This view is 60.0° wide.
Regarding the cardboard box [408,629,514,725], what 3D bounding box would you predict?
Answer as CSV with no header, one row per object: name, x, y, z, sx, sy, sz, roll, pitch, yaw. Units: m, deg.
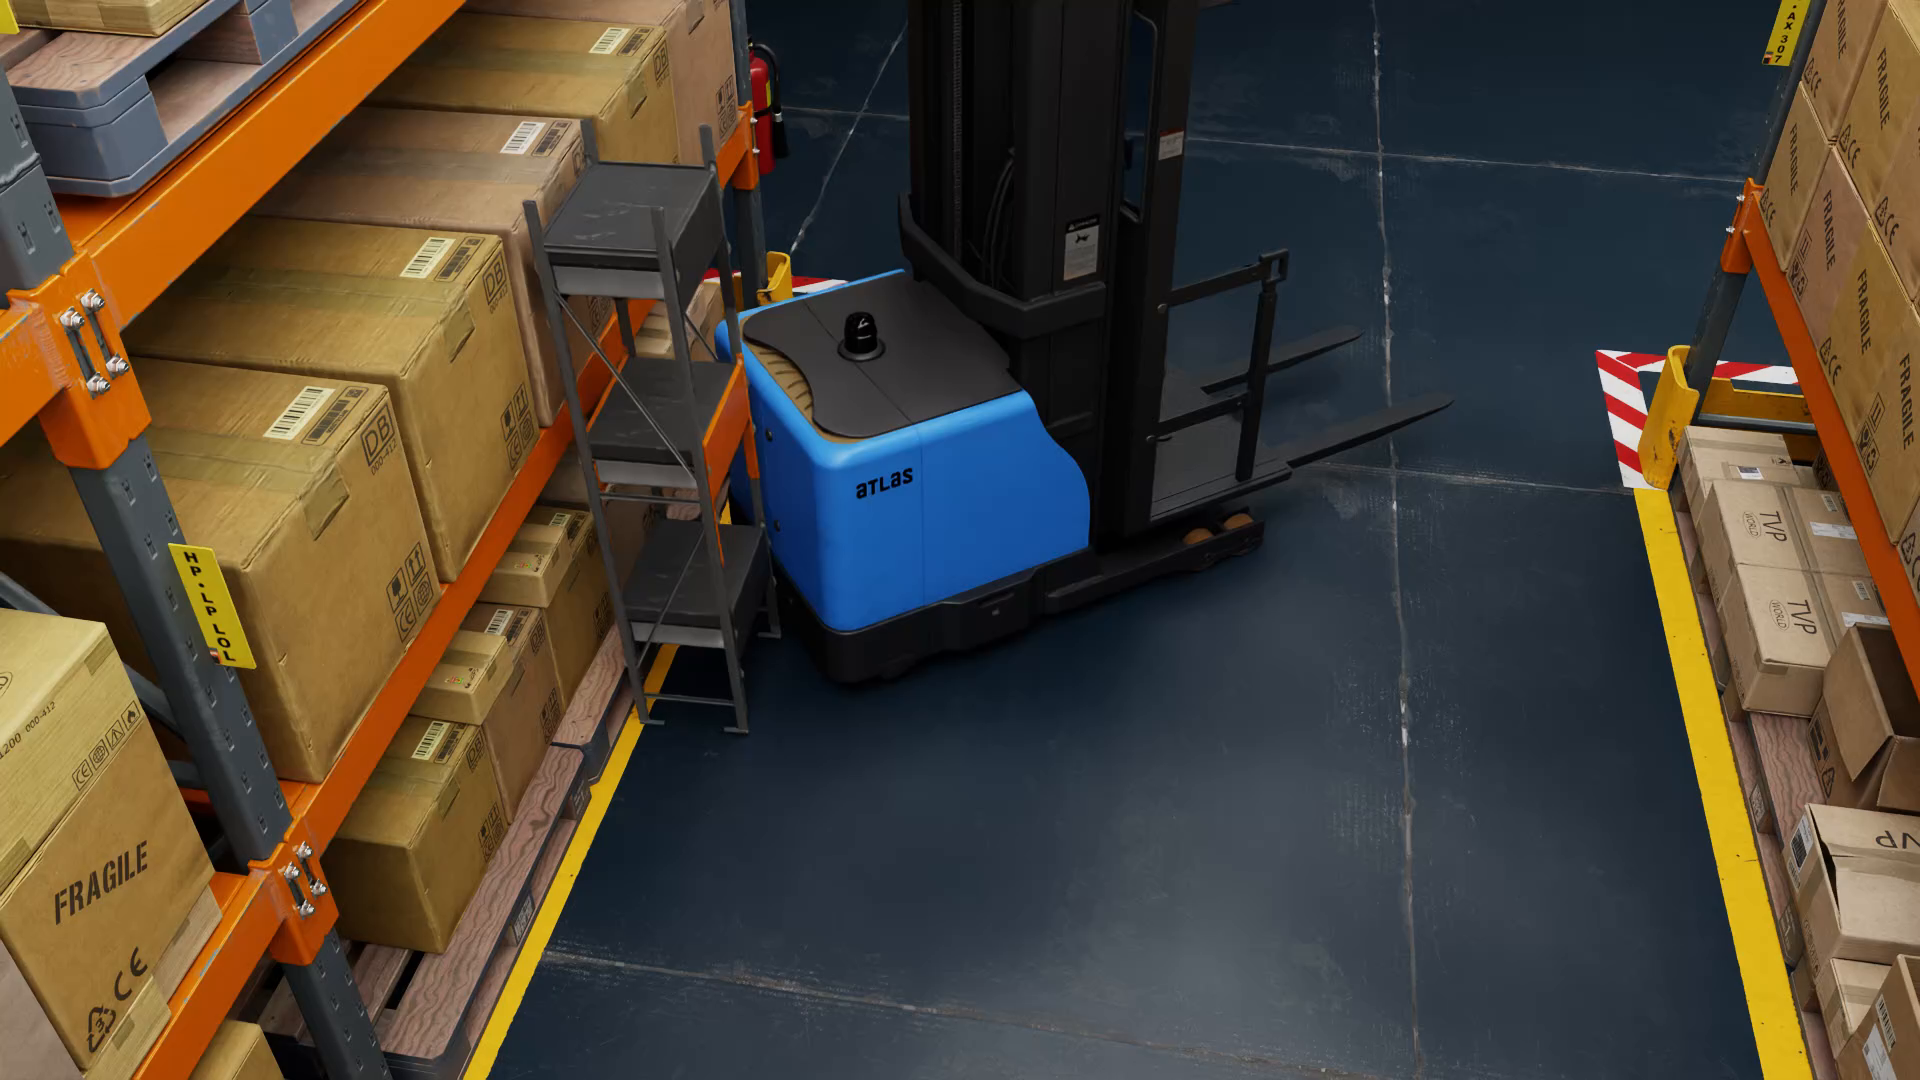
cardboard box,-1.588,0.399,5.037,0.380,0.149,0.250,8,40,9

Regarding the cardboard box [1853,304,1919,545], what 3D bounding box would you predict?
cardboard box,2.916,-0.303,4.684,0.500,0.500,0.500,7,40,8

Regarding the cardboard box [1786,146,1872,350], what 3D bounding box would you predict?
cardboard box,3.094,-0.931,5.444,0.500,0.500,0.500,6,40,7

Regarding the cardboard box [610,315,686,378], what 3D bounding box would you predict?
cardboard box,-1.274,-0.747,6.423,0.380,0.149,0.250,7,40,9

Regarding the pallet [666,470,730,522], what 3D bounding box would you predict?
pallet,-1.427,-0.425,7.099,1.003,0.211,1.213,6,40,8

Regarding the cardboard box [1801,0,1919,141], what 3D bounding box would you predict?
cardboard box,3.178,-1.641,5.518,0.500,0.500,0.500,8,40,9

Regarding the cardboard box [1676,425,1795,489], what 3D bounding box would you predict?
cardboard box,3.103,-0.312,6.666,0.380,0.149,0.250,6,40,8

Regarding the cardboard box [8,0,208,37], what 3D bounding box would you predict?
cardboard box,-1.678,-1.203,3.207,0.500,0.250,0.500,6,40,8

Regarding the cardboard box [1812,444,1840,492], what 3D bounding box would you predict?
cardboard box,3.663,-0.304,6.380,0.500,0.500,0.500,6,40,8

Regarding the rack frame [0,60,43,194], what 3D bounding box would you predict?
rack frame,-2.058,-1.812,1.880,1.000,3.000,0.127,6,40,8

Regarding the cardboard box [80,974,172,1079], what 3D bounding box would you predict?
cardboard box,-1.858,0.993,3.376,0.380,0.149,0.250,7,40,8

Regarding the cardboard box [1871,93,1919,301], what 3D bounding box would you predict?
cardboard box,3.003,-0.999,4.741,0.500,0.500,0.500,7,40,8

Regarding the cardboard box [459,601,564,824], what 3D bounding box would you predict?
cardboard box,-1.737,0.529,5.389,0.700,0.500,0.500,6,40,7

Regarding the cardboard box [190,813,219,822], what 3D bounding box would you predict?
cardboard box,-2.048,0.663,4.718,0.380,0.149,0.250,6,40,7

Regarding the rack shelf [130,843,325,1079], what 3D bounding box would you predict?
rack shelf,-2.404,2.032,2.502,1.077,0.370,4.000,6,40,8

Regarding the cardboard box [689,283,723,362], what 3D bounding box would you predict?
cardboard box,-1.388,-0.759,6.946,0.700,0.500,0.500,6,40,8

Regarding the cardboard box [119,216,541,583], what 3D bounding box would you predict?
cardboard box,-1.816,-0.412,4.659,0.980,0.700,0.700,5,40,7

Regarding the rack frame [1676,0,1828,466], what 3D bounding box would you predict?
rack frame,3.514,-1.467,6.170,1.000,3.000,0.127,6,40,8

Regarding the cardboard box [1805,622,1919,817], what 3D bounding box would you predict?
cardboard box,3.142,0.657,5.215,0.797,0.503,0.637,6,40,8

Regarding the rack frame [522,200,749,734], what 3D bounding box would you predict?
rack frame,-0.977,-0.125,5.245,0.400,2.100,0.015,5,41,8

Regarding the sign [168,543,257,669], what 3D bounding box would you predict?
sign,-1.521,0.138,3.383,0.100,0.325,0.005,6,40,8

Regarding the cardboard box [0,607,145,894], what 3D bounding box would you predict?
cardboard box,-1.886,0.371,3.031,0.500,0.250,0.500,7,40,9

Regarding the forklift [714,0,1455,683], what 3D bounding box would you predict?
forklift,0.635,-1.287,6.006,3.031,2.935,1.130,-19,43,-22

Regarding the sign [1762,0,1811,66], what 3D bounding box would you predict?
sign,2.980,-1.860,5.966,0.100,0.325,0.005,6,40,8

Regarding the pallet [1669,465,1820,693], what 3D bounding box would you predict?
pallet,3.364,0.156,6.395,1.003,0.211,1.213,6,40,8

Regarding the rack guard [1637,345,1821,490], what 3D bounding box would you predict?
rack guard,3.501,-0.455,6.909,1.175,0.500,0.348,6,40,8

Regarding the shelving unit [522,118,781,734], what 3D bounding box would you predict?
shelving unit,-0.940,-0.284,5.427,0.431,2.100,0.503,5,41,8

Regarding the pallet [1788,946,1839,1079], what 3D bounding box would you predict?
pallet,2.942,1.688,4.543,1.003,0.211,1.213,6,40,8

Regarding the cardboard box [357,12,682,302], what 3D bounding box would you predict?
cardboard box,-1.559,-1.347,5.790,0.980,0.700,0.700,6,40,7

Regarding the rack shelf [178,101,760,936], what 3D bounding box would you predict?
rack shelf,-1.711,-0.478,5.539,1.077,0.370,4.000,6,40,8

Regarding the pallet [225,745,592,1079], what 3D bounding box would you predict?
pallet,-1.849,1.106,5.247,1.003,0.211,1.213,6,40,8

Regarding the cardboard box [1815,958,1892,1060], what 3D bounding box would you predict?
cardboard box,2.647,1.342,4.665,0.380,0.149,0.250,6,40,8

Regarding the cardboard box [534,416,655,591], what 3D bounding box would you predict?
cardboard box,-1.561,-0.129,6.184,0.700,0.500,0.500,5,40,6

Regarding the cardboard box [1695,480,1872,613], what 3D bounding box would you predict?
cardboard box,3.054,0.047,6.151,0.500,0.250,0.500,6,40,8

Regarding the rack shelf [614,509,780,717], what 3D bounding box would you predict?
rack shelf,-0.919,0.256,5.893,0.431,0.518,0.480,5,41,8
